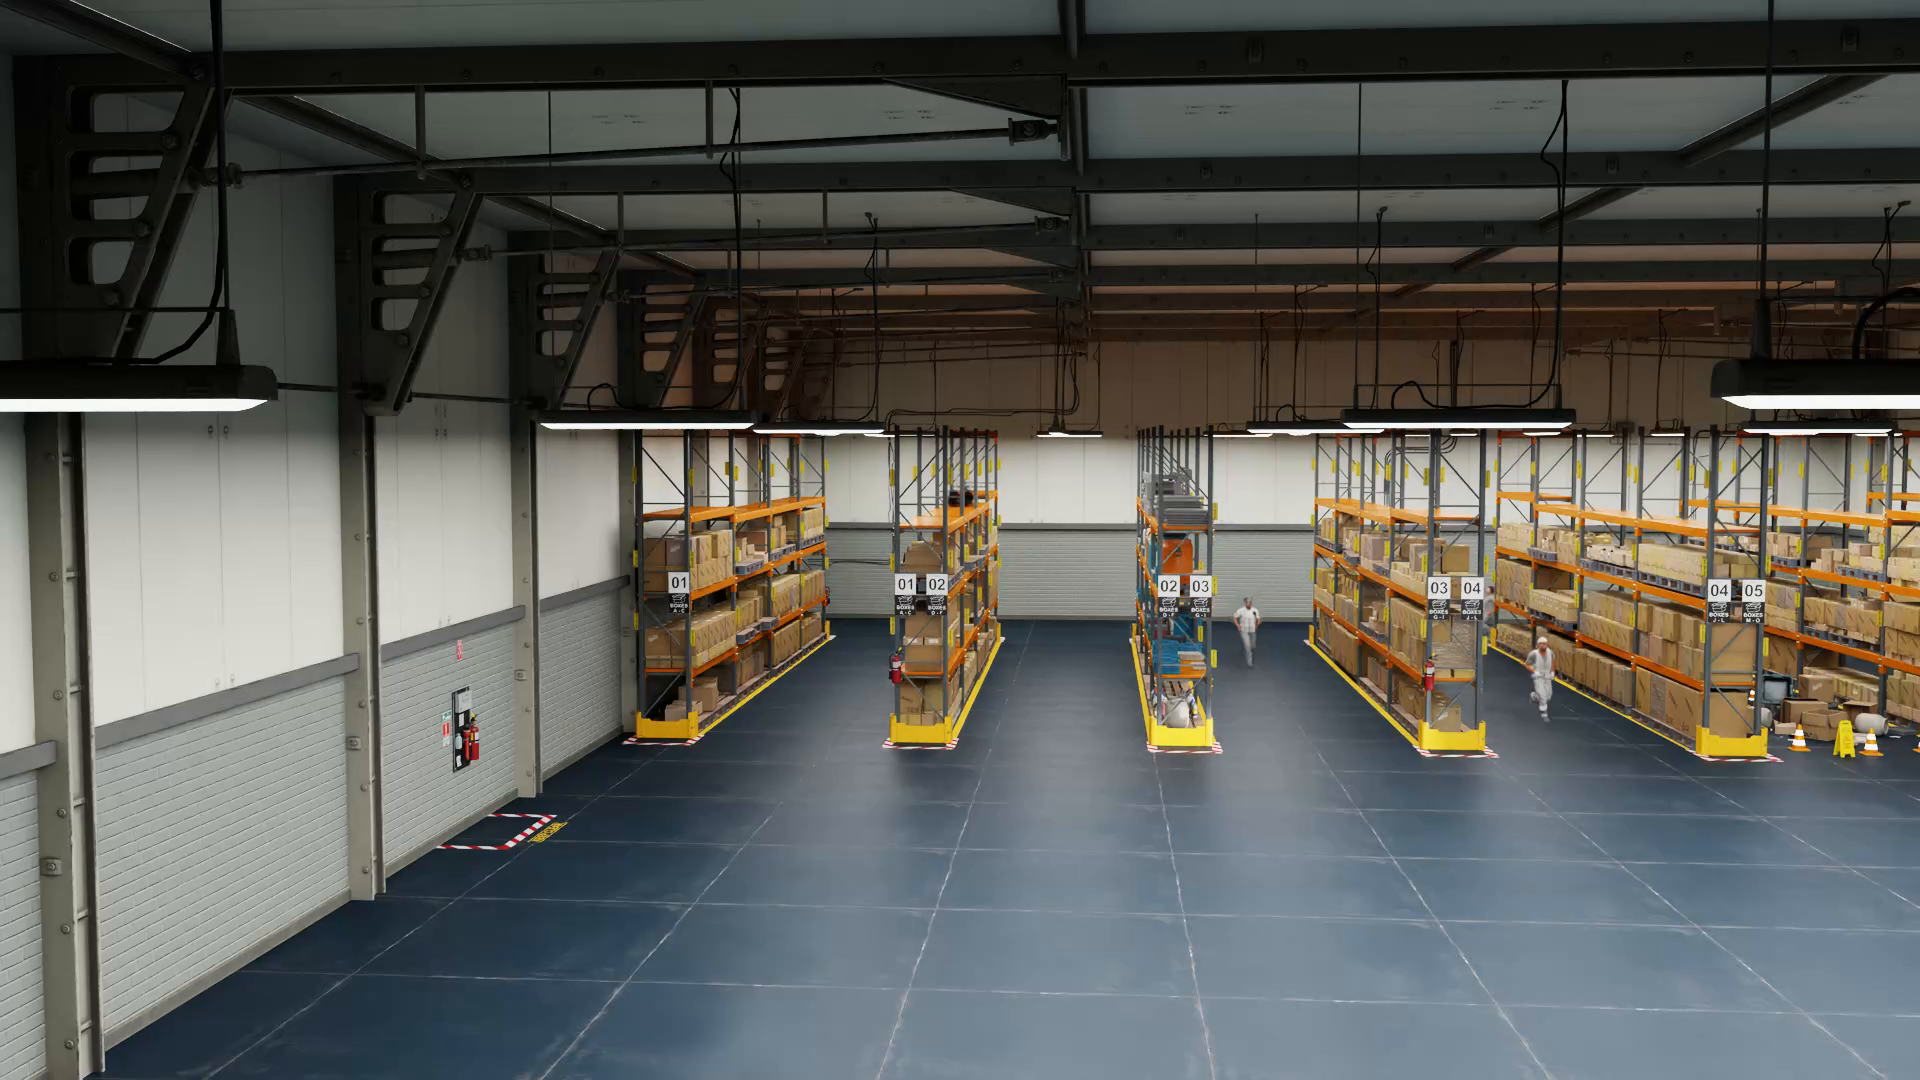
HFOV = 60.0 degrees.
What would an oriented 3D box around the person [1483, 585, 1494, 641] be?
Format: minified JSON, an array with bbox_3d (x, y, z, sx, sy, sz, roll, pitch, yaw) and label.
[{"bbox_3d":[14.940,2.089,47.151,0.485,1.611,0.618,0,3,1],"label":"person"}]

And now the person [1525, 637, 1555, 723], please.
[{"bbox_3d":[11.844,2.832,33.991,0.692,1.742,0.729,-1,4,-12],"label":"person"}]

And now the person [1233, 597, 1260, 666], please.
[{"bbox_3d":[7.314,2.308,42.294,0.695,1.749,0.787,0,3,-5],"label":"person"}]
